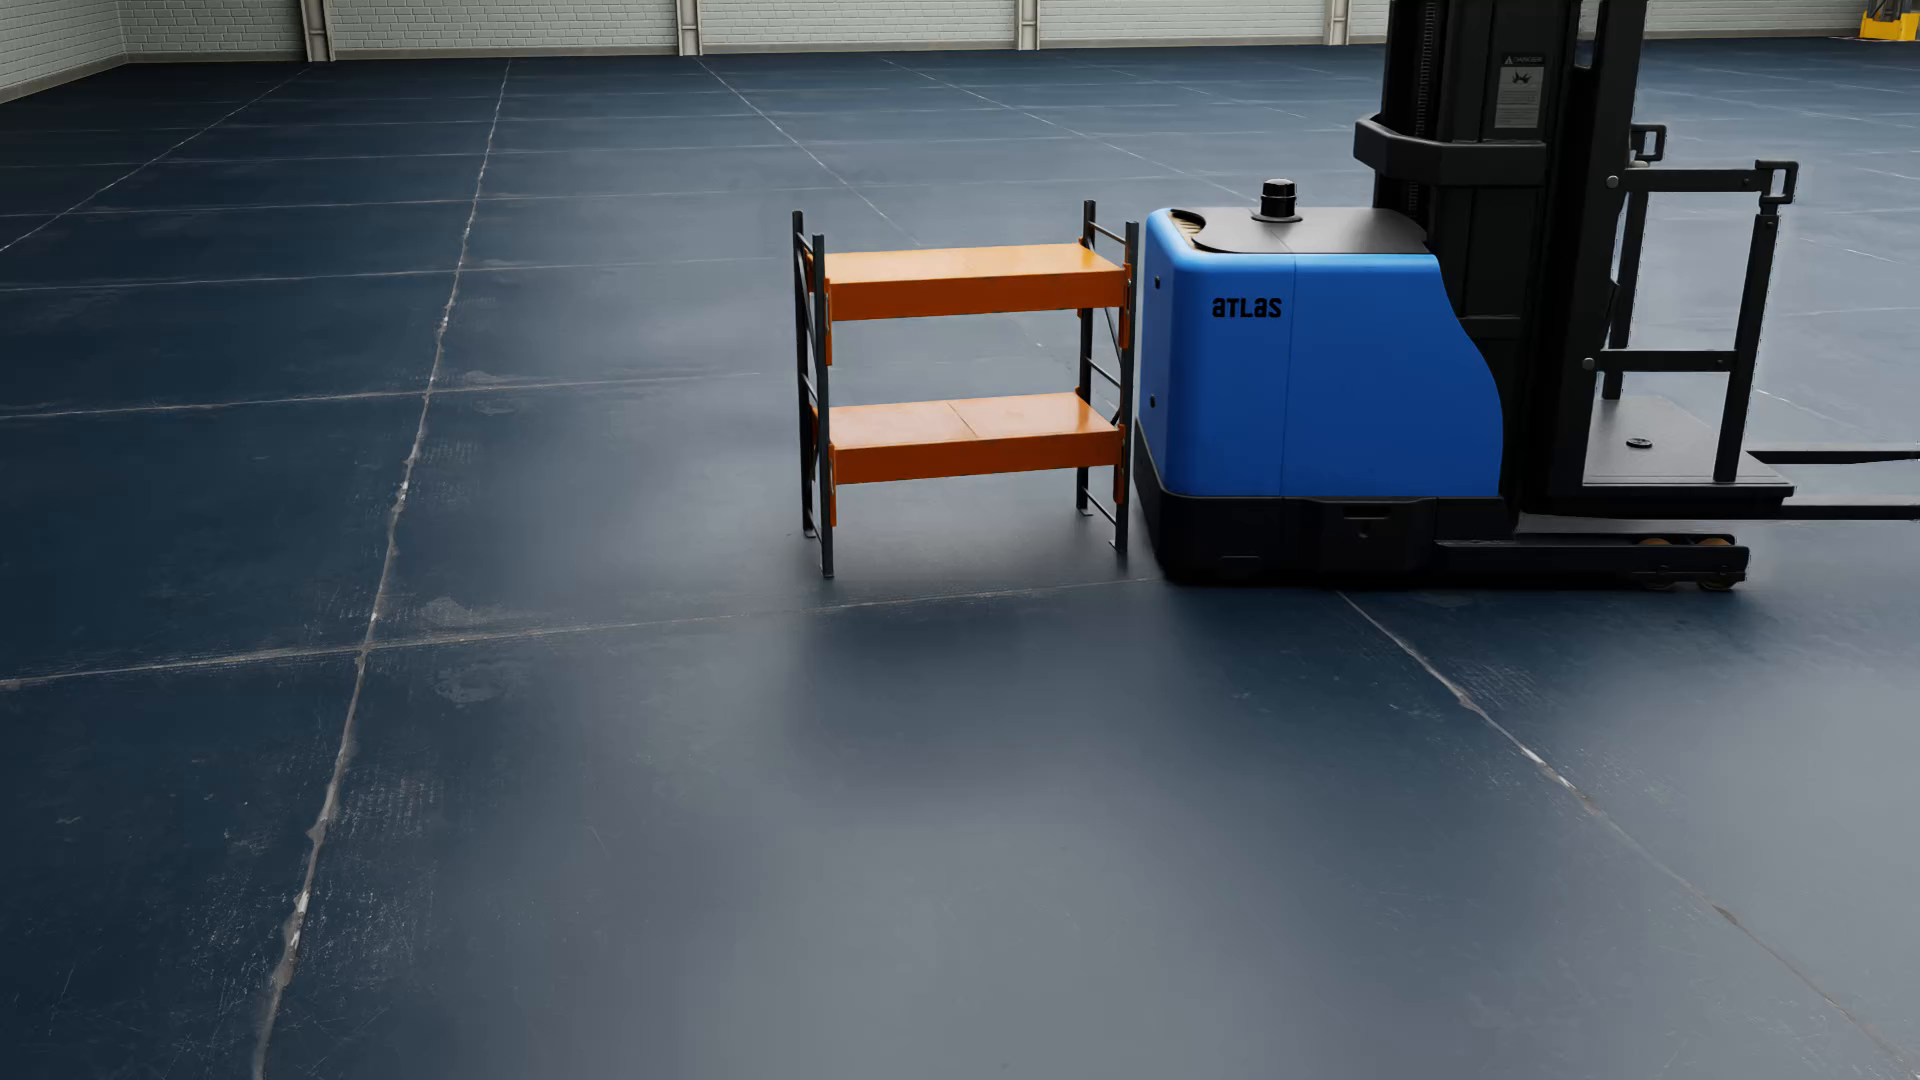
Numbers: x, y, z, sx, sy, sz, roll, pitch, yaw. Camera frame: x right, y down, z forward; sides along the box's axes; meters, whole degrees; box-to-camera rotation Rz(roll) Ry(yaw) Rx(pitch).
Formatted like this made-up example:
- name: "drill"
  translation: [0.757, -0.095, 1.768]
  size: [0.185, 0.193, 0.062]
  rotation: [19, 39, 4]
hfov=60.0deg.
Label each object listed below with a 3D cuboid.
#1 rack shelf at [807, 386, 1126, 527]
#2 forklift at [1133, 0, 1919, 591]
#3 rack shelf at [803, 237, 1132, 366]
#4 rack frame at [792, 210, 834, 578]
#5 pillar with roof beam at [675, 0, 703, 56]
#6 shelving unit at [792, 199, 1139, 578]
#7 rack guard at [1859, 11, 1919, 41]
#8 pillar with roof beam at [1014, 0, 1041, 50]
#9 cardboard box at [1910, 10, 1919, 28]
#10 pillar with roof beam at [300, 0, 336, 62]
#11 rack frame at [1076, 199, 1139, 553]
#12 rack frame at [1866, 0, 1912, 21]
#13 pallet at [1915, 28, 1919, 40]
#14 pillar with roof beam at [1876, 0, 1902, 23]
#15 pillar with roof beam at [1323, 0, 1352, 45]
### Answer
- name: "rack shelf"
  translation: [0.007, -0.299, 5.707]
  size: [1.000, 0.278, 0.538]
  rotation: [-5, 21, -12]
- name: "forklift"
  translation: [2.163, -1.397, 5.366]
  size: [3.031, 2.935, 1.130]
  rotation: [0, 20, 0]
- name: "rack shelf"
  translation: [0.007, -0.804, 5.522]
  size: [1.000, 0.278, 0.538]
  rotation: [-5, 21, -12]
- name: "rack frame"
  translation: [-0.488, -0.488, 5.513]
  size: [0.032, 1.125, 0.500]
  rotation: [-5, 21, -12]
- name: "pillar with roof beam"
  translation: [-3.647, -11.130, 23.116]
  size: [0.400, 9.000, 9.100]
  rotation: [-5, 21, -12]
- name: "shelving unit"
  translation: [0.007, -0.529, 5.623]
  size: [1.048, 1.125, 0.538]
  rotation: [-5, 21, -12]
- name: "rack guard"
  translation: [18.310, -10.141, 32.772]
  size: [0.348, 0.500, 1.175]
  rotation: [-5, 21, -12]
- name: "pillar with roof beam"
  translation: [2.192, -11.605, 24.413]
  size: [0.400, 9.000, 9.100]
  rotation: [-5, 21, -12]
- name: "cardboard box"
  translation: [18.930, -10.278, 32.780]
  size: [0.500, 0.311, 0.500]
  rotation: [-7, 21, -19]
- name: "pillar with roof beam"
  translation: [-9.486, -10.655, 21.820]
  size: [0.400, 9.000, 9.100]
  rotation: [-5, 21, -12]
- name: "rack frame"
  translation: [0.501, -0.569, 5.732]
  size: [0.032, 1.125, 0.500]
  rotation: [-5, 21, -12]
- name: "rack frame"
  translation: [18.236, -11.309, 32.326]
  size: [0.127, 3.000, 1.000]
  rotation: [-5, 21, -12]
- name: "pallet"
  translation: [19.109, -10.058, 32.965]
  size: [1.213, 0.211, 1.003]
  rotation: [-5, 21, -12]
- name: "pillar with roof beam"
  translation: [19.709, -13.030, 28.302]
  size: [0.400, 9.000, 9.100]
  rotation: [-5, 21, -12]
- name: "pillar with roof beam"
  translation: [8.031, -12.080, 25.709]
  size: [0.400, 9.000, 9.100]
  rotation: [-5, 21, -12]
